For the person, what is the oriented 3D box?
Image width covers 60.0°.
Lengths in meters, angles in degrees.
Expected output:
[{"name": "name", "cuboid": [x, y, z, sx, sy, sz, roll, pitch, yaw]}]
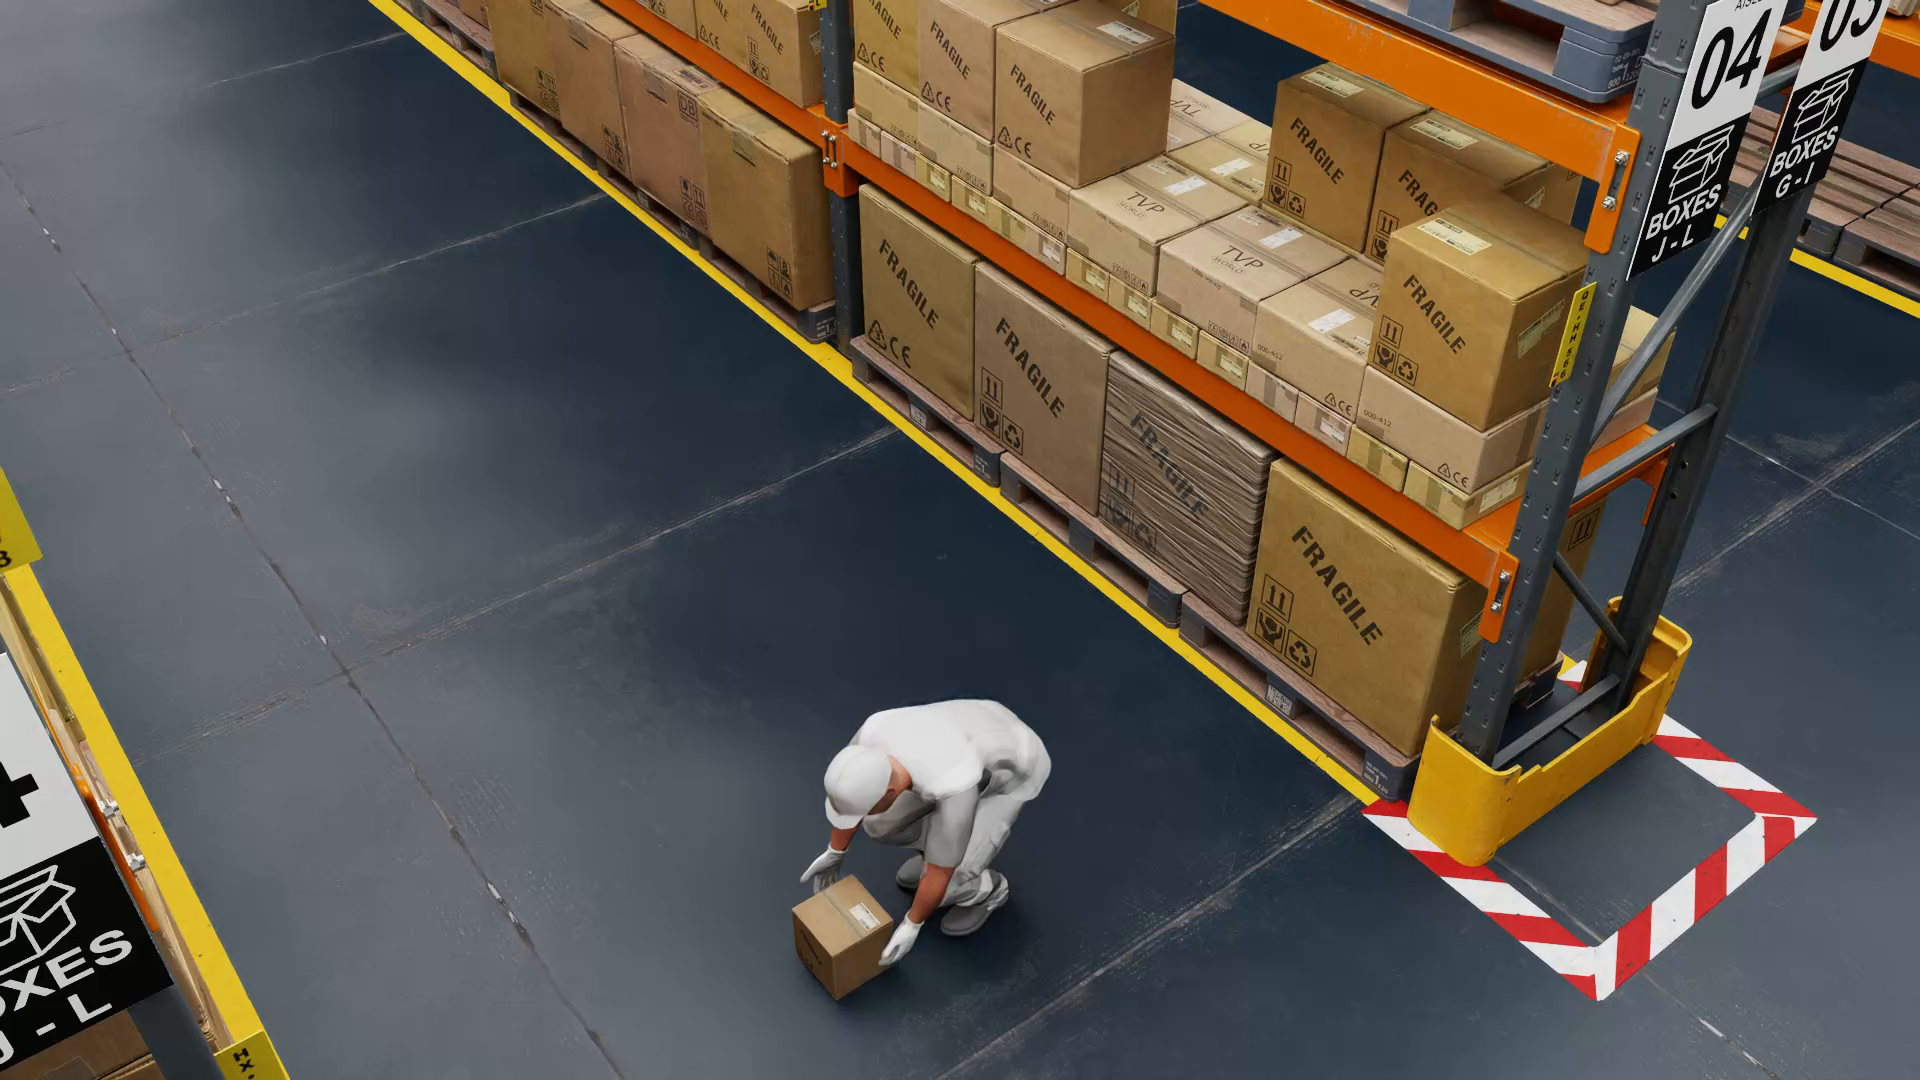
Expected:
[{"name": "person", "cuboid": [-0.079, 0.924, 5.601, 0.870, 1.065, 0.578, -26, 47, -28]}]
